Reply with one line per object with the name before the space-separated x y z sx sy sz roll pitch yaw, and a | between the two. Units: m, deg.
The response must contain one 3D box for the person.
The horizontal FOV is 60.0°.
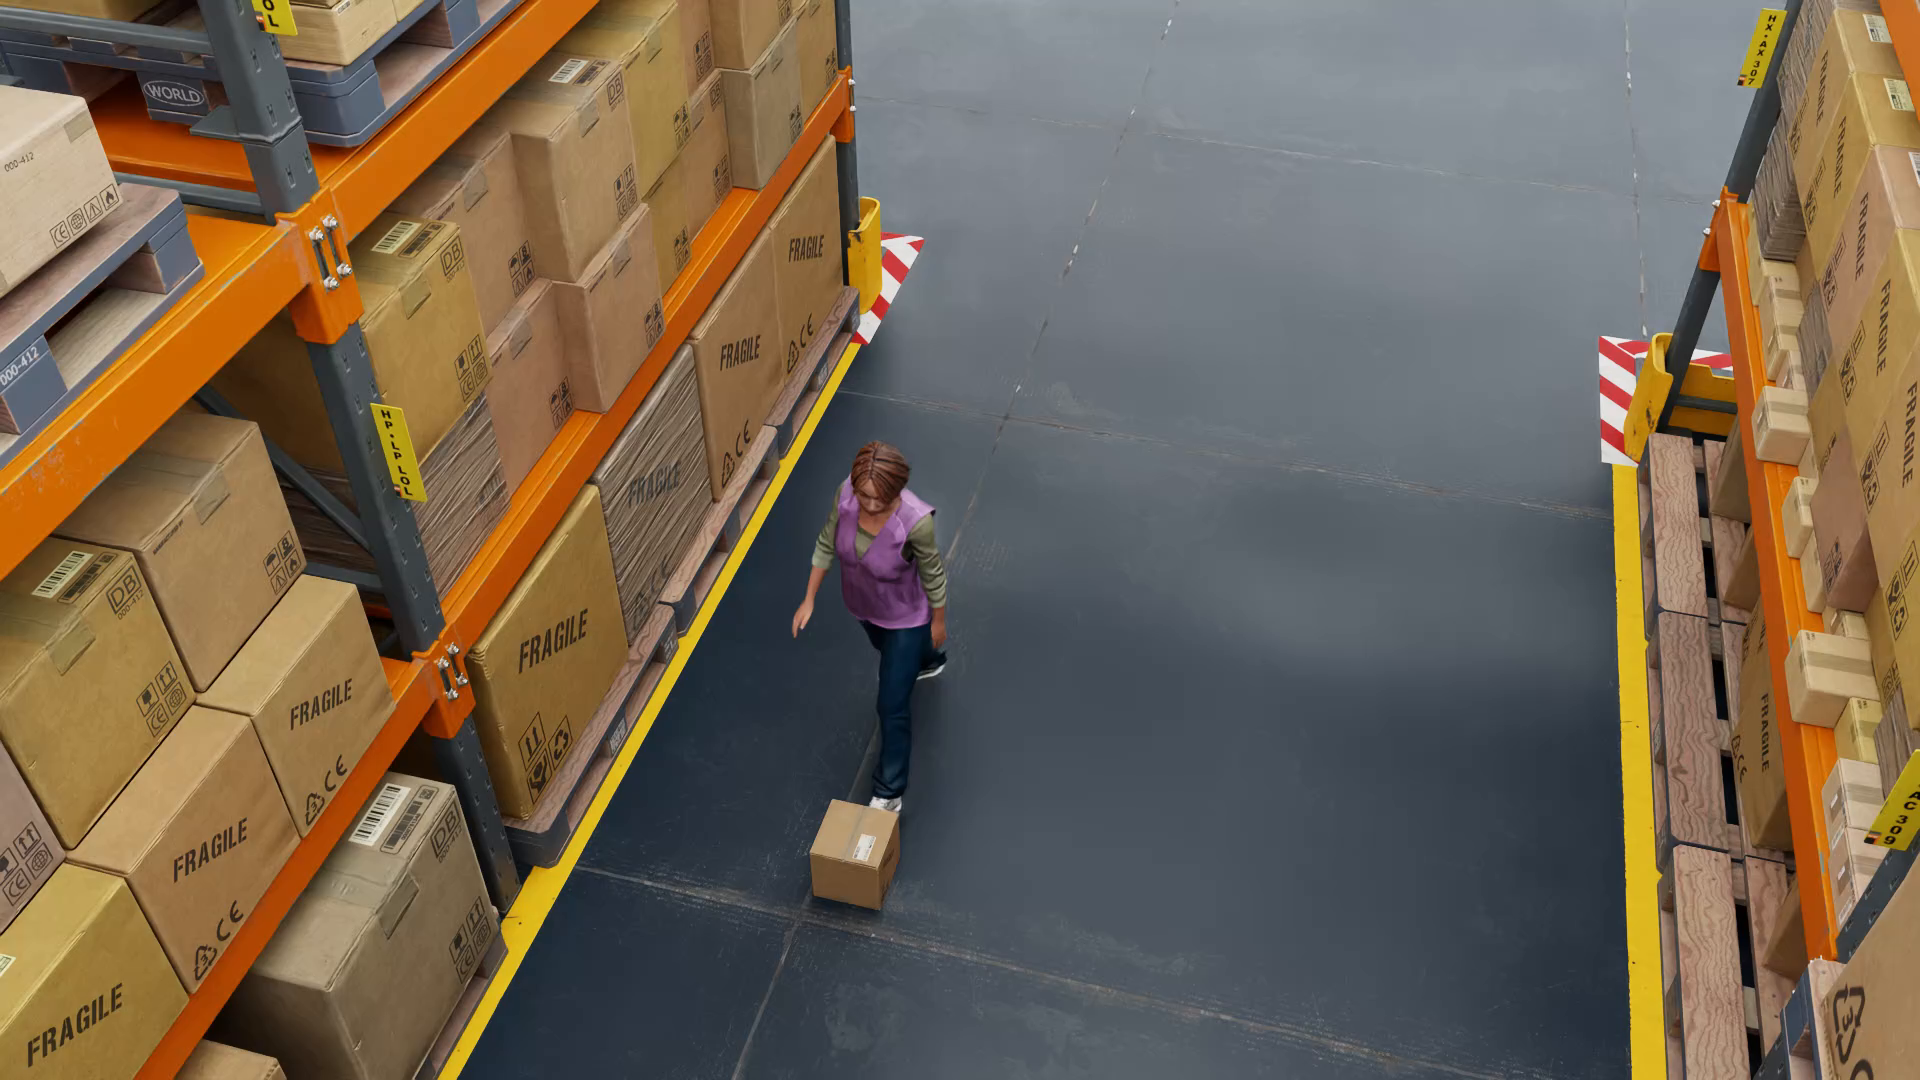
person | -0.274 0.225 5.909 0.500 1.546 0.881 27 48 27
